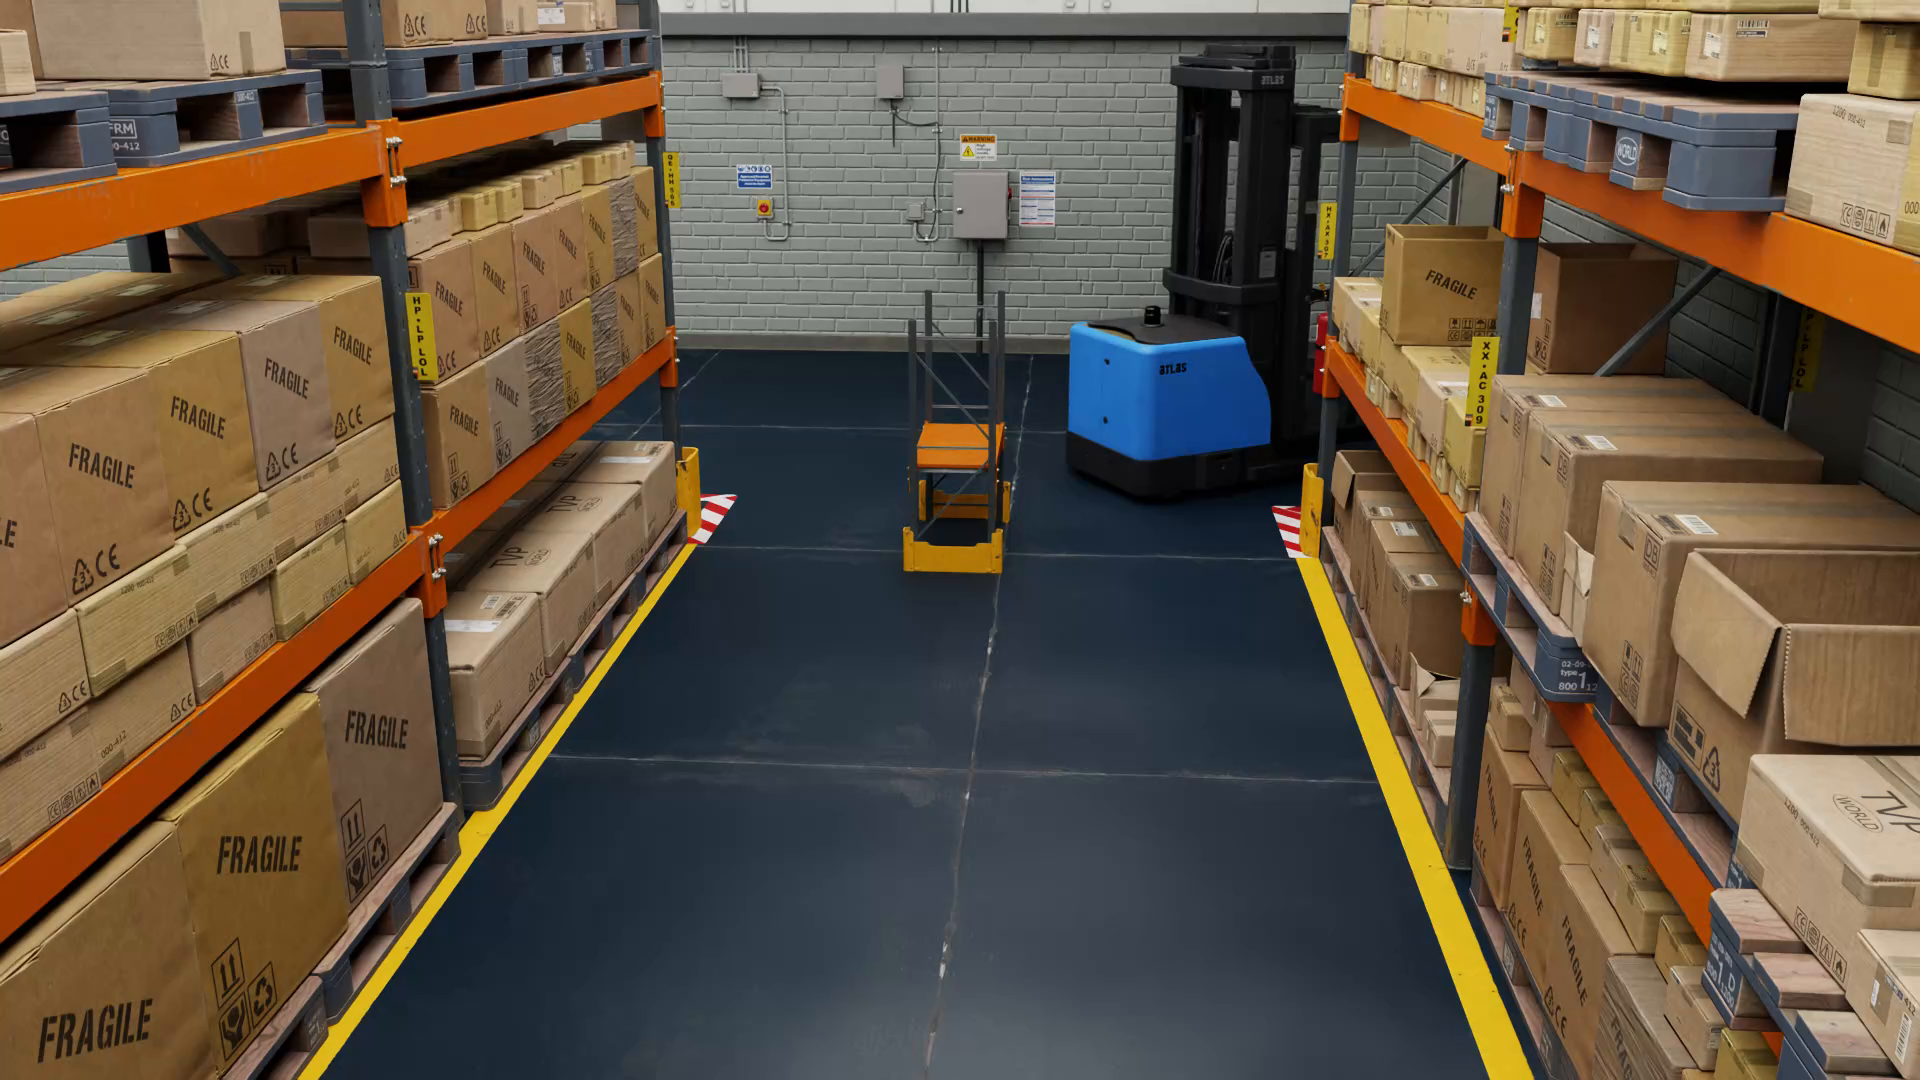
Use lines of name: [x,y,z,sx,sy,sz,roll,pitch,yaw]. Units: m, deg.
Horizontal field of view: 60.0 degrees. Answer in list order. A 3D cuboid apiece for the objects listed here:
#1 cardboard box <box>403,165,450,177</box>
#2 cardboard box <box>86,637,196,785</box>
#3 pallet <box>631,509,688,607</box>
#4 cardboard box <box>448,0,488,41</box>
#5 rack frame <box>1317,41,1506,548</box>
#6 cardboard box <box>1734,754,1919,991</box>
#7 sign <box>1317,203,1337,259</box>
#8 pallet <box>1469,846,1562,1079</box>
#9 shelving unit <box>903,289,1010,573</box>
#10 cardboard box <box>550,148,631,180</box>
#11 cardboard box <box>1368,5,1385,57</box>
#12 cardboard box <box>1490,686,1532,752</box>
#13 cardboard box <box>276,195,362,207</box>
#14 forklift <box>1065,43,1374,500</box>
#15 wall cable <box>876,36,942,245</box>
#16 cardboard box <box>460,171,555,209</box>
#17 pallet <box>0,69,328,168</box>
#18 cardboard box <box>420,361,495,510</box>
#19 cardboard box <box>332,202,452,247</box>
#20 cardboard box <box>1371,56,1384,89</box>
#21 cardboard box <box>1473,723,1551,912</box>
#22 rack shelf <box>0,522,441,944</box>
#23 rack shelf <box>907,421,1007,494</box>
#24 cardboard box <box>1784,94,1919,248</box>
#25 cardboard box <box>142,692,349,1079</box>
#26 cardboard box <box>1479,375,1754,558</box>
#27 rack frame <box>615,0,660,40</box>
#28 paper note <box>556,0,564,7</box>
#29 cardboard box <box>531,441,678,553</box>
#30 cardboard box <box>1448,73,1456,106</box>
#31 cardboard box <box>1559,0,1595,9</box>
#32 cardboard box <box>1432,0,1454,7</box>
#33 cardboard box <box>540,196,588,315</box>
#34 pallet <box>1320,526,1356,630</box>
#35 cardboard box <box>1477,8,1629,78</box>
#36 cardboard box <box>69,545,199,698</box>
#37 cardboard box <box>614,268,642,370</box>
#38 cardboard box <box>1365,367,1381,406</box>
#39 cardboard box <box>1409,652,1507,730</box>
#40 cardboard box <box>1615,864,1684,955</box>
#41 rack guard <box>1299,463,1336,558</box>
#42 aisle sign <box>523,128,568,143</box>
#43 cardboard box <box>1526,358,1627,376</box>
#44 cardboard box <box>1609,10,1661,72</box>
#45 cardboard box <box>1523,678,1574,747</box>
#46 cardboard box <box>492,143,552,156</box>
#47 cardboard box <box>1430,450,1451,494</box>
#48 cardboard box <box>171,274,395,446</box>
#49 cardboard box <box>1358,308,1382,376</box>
cardboard box: [-2.712,-1.740,8.107,0.380,0.149,0.250,1,18,3]
cardboard box: [-2.450,0.440,4.504,0.500,0.250,0.500,1,18,4]
pallet: [-2.236,0.082,9.835,1.003,0.211,1.213,1,18,4]
cardboard box: [-2.479,-2.392,7.089,0.797,0.503,0.637,3,18,8]
rack frame: [2.694,-1.384,9.829,1.000,3.000,0.127,1,18,4]
cardboard box: [1.873,0.637,3.227,0.500,0.250,0.500,0,18,1]
sign: [2.153,-1.807,9.731,0.100,0.325,0.005,1,18,4]
pallet: [2.387,1.437,5.699,1.003,0.211,1.213,1,18,4]
shelving unit: [-0.005,-0.689,10.117,0.587,1.500,1.083,1,18,4]
cardboard box: [-2.012,-2.047,9.045,0.380,0.149,0.250,1,18,3]
cardboard box: [2.374,-2.589,8.454,0.500,0.250,0.500,2,18,5]
cardboard box: [2.116,0.644,5.939,0.380,0.149,0.250,2,18,7]
cardboard box: [-2.684,-1.342,6.892,0.380,0.149,0.250,1,18,4]
forklift: [2.304,-1.968,11.721,3.031,2.935,1.130,-9,20,-26]
wall cable: [-0.461,-3.700,15.266,0.588,1.984,0.122,1,18,4]
cardboard box: [-2.134,-1.647,7.824,0.380,0.149,0.250,1,18,4]
pallet: [-2.560,-1.300,5.063,0.805,0.209,1.217,1,18,2]
cardboard box: [-2.249,-0.439,6.784,0.500,0.500,0.500,2,18,6]
cardboard box: [-2.260,-1.254,6.626,0.380,0.149,0.250,2,18,5]
cardboard box: [2.291,-2.360,8.394,0.380,0.149,0.250,2,18,5]
cardboard box: [2.148,0.992,5.919,0.500,0.500,0.500,2,18,6]
rack shelf: [-2.687,0.712,4.589,1.077,0.370,4.000,1,18,4]
rack shelf: [-0.006,-0.515,10.165,0.538,0.185,1.000,1,18,4]
cardboard box: [1.986,-0.730,3.257,0.500,0.250,0.500,1,18,4]
cardboard box: [-2.566,1.034,5.188,0.875,0.875,0.875,2,18,6]
cardboard box: [2.150,-0.243,5.514,0.700,0.500,0.500,2,18,5]
rack frame: [-2.257,-4.344,9.230,1.000,3.000,0.127,1,18,4]
paper note: [-1.827,-2.455,7.600,0.006,0.032,0.123,1,18,4]
cardboard box: [-2.205,-0.268,9.865,0.875,0.438,0.875,1,18,2]
cardboard box: [2.258,-1.884,6.941,0.380,0.149,0.250,2,18,6]
cardboard box: [1.940,-1.591,4.734,0.380,0.149,0.250,1,18,3]
cardboard box: [2.276,-2.352,6.926,0.500,0.250,0.500,2,18,5]
cardboard box: [-2.139,-1.389,8.077,0.500,0.500,0.500,1,18,4]
pallet: [2.632,0.213,9.436,1.003,0.211,1.213,1,18,4]
cardboard box: [2.192,-1.793,6.022,0.500,0.250,0.500,1,18,4]
cardboard box: [-2.412,0.201,4.432,0.500,0.250,0.500,2,18,5]
cardboard box: [-2.079,-1.230,9.199,0.500,0.500,0.500,1,18,3]
cardboard box: [2.255,-0.770,8.358,0.380,0.149,0.250,1,18,2]
cardboard box: [2.180,0.668,7.285,0.396,0.266,0.258,2,18,6]
cardboard box: [2.085,1.051,4.697,0.380,0.149,0.250,2,18,6]
rack guard: [2.689,-0.173,10.147,1.175,0.500,0.348,1,18,4]
aisle sign: [-2.541,-2.758,9.847,0.394,0.787,0.004,1,18,4]
cardboard box: [2.780,-0.676,7.431,0.500,0.250,0.500,2,18,5]
cardboard box: [1.918,-1.294,4.305,0.380,0.149,0.250,1,18,3]
cardboard box: [2.145,0.584,5.643,0.380,0.149,0.250,0,18,1]
cardboard box: [-2.507,-2.137,9.321,0.380,0.149,0.250,2,18,5]
cardboard box: [2.170,-0.290,6.893,0.380,0.149,0.250,2,18,5]
cardboard box: [-2.325,-0.630,5.761,0.500,0.500,0.500,2,18,6]
cardboard box: [2.324,-1.005,8.436,0.500,0.250,0.500,1,18,3]
